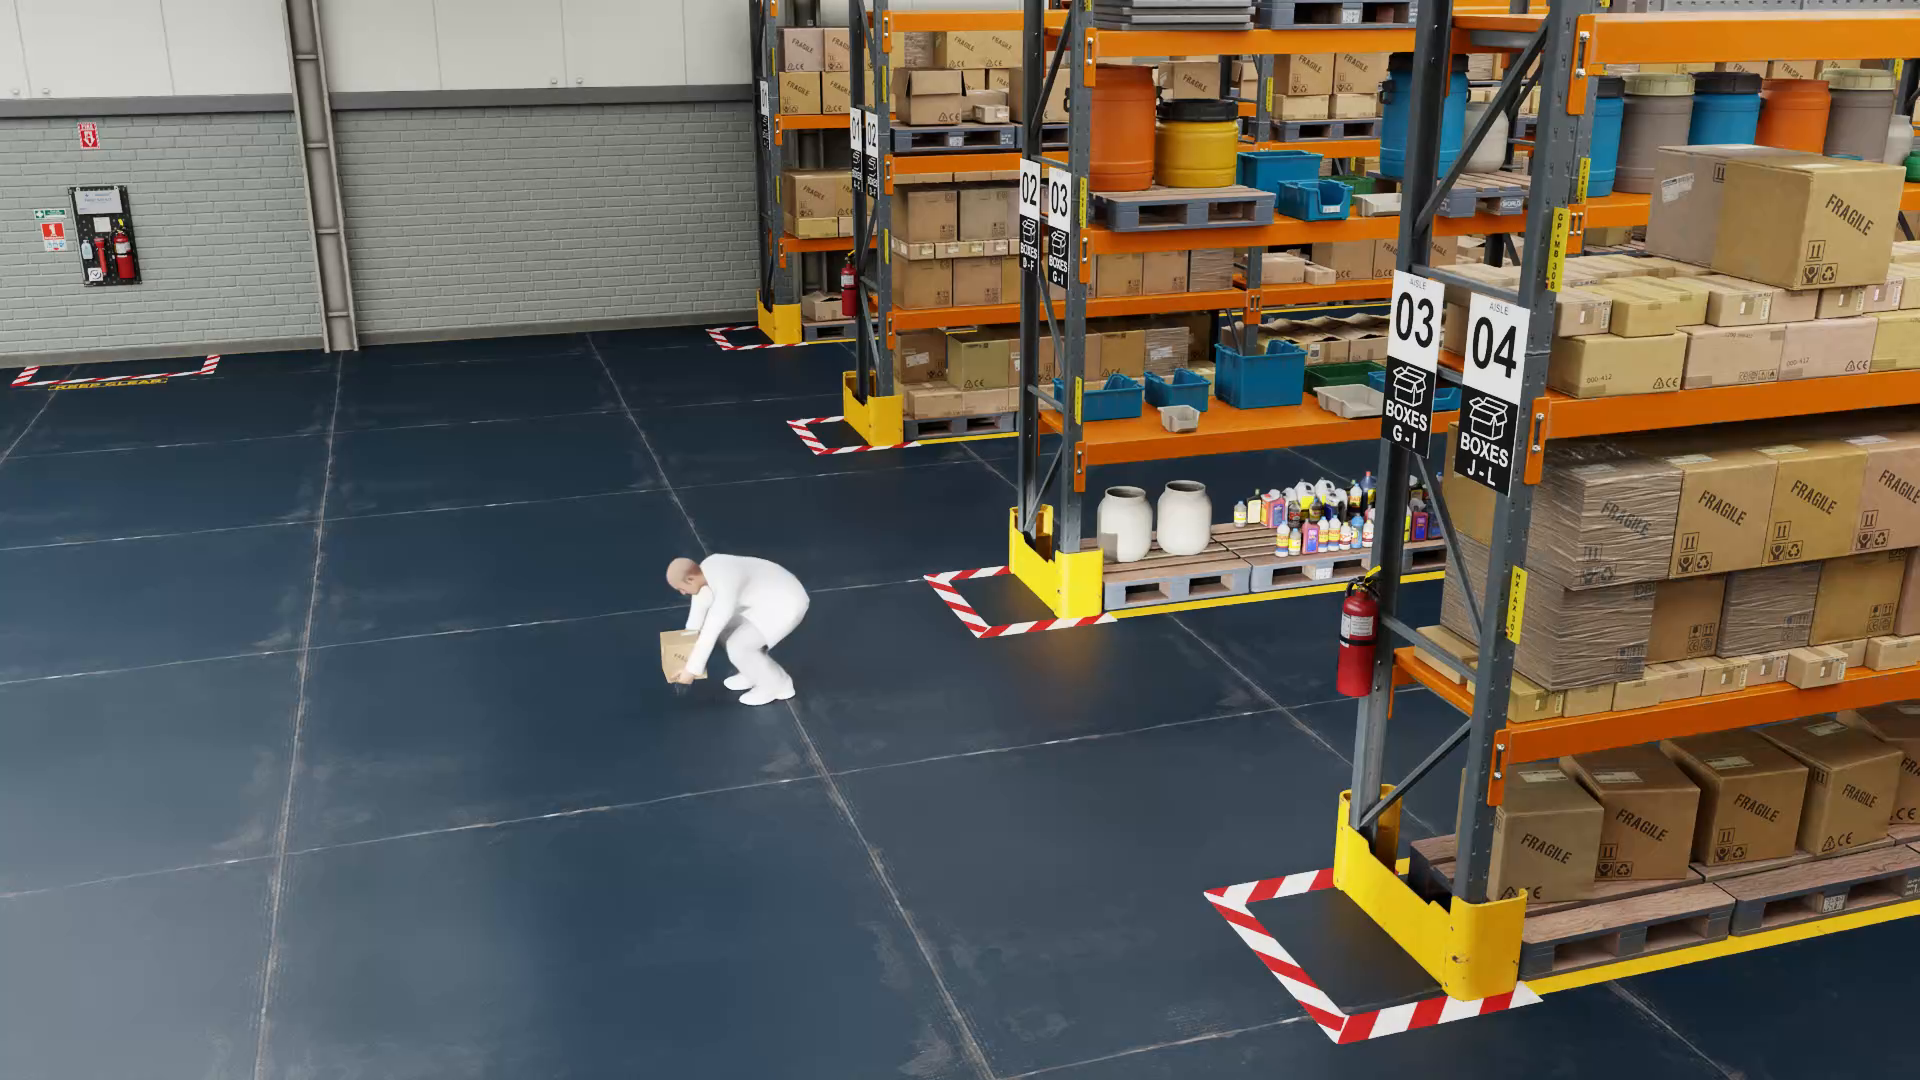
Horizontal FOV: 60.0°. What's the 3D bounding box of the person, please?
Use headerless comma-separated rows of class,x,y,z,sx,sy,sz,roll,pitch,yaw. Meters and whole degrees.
person,-1.429,0.541,10.707,0.939,1.003,0.585,-7,20,-19
